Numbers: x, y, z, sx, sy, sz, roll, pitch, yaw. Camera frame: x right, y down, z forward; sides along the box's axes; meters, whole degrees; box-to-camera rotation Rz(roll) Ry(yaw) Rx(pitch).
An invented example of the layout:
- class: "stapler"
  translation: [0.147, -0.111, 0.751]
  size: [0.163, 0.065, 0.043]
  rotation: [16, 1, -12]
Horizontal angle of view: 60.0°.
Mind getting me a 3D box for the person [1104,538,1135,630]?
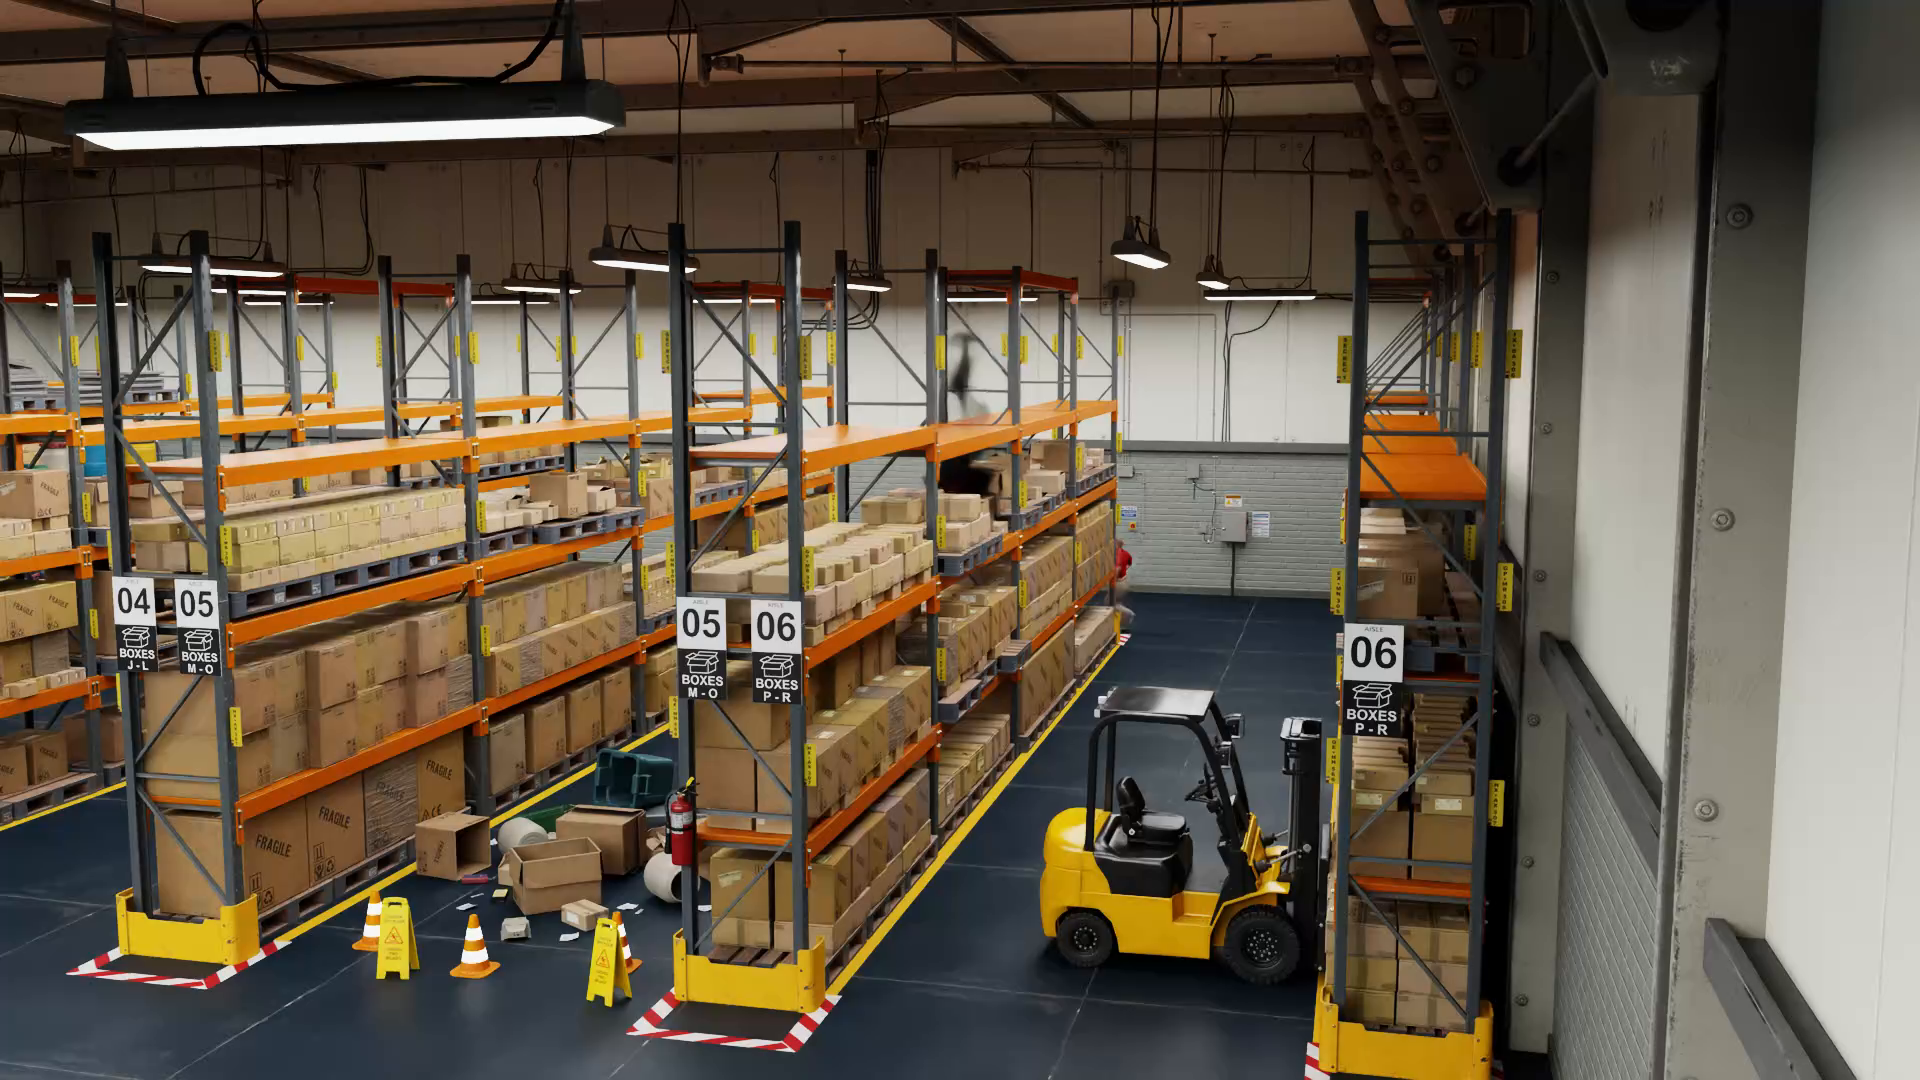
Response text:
- class: "person"
  translation: [2.808, 0.789, 29.231]
  size: [0.560, 1.668, 0.754]
  rotation: [4, 8, 30]
